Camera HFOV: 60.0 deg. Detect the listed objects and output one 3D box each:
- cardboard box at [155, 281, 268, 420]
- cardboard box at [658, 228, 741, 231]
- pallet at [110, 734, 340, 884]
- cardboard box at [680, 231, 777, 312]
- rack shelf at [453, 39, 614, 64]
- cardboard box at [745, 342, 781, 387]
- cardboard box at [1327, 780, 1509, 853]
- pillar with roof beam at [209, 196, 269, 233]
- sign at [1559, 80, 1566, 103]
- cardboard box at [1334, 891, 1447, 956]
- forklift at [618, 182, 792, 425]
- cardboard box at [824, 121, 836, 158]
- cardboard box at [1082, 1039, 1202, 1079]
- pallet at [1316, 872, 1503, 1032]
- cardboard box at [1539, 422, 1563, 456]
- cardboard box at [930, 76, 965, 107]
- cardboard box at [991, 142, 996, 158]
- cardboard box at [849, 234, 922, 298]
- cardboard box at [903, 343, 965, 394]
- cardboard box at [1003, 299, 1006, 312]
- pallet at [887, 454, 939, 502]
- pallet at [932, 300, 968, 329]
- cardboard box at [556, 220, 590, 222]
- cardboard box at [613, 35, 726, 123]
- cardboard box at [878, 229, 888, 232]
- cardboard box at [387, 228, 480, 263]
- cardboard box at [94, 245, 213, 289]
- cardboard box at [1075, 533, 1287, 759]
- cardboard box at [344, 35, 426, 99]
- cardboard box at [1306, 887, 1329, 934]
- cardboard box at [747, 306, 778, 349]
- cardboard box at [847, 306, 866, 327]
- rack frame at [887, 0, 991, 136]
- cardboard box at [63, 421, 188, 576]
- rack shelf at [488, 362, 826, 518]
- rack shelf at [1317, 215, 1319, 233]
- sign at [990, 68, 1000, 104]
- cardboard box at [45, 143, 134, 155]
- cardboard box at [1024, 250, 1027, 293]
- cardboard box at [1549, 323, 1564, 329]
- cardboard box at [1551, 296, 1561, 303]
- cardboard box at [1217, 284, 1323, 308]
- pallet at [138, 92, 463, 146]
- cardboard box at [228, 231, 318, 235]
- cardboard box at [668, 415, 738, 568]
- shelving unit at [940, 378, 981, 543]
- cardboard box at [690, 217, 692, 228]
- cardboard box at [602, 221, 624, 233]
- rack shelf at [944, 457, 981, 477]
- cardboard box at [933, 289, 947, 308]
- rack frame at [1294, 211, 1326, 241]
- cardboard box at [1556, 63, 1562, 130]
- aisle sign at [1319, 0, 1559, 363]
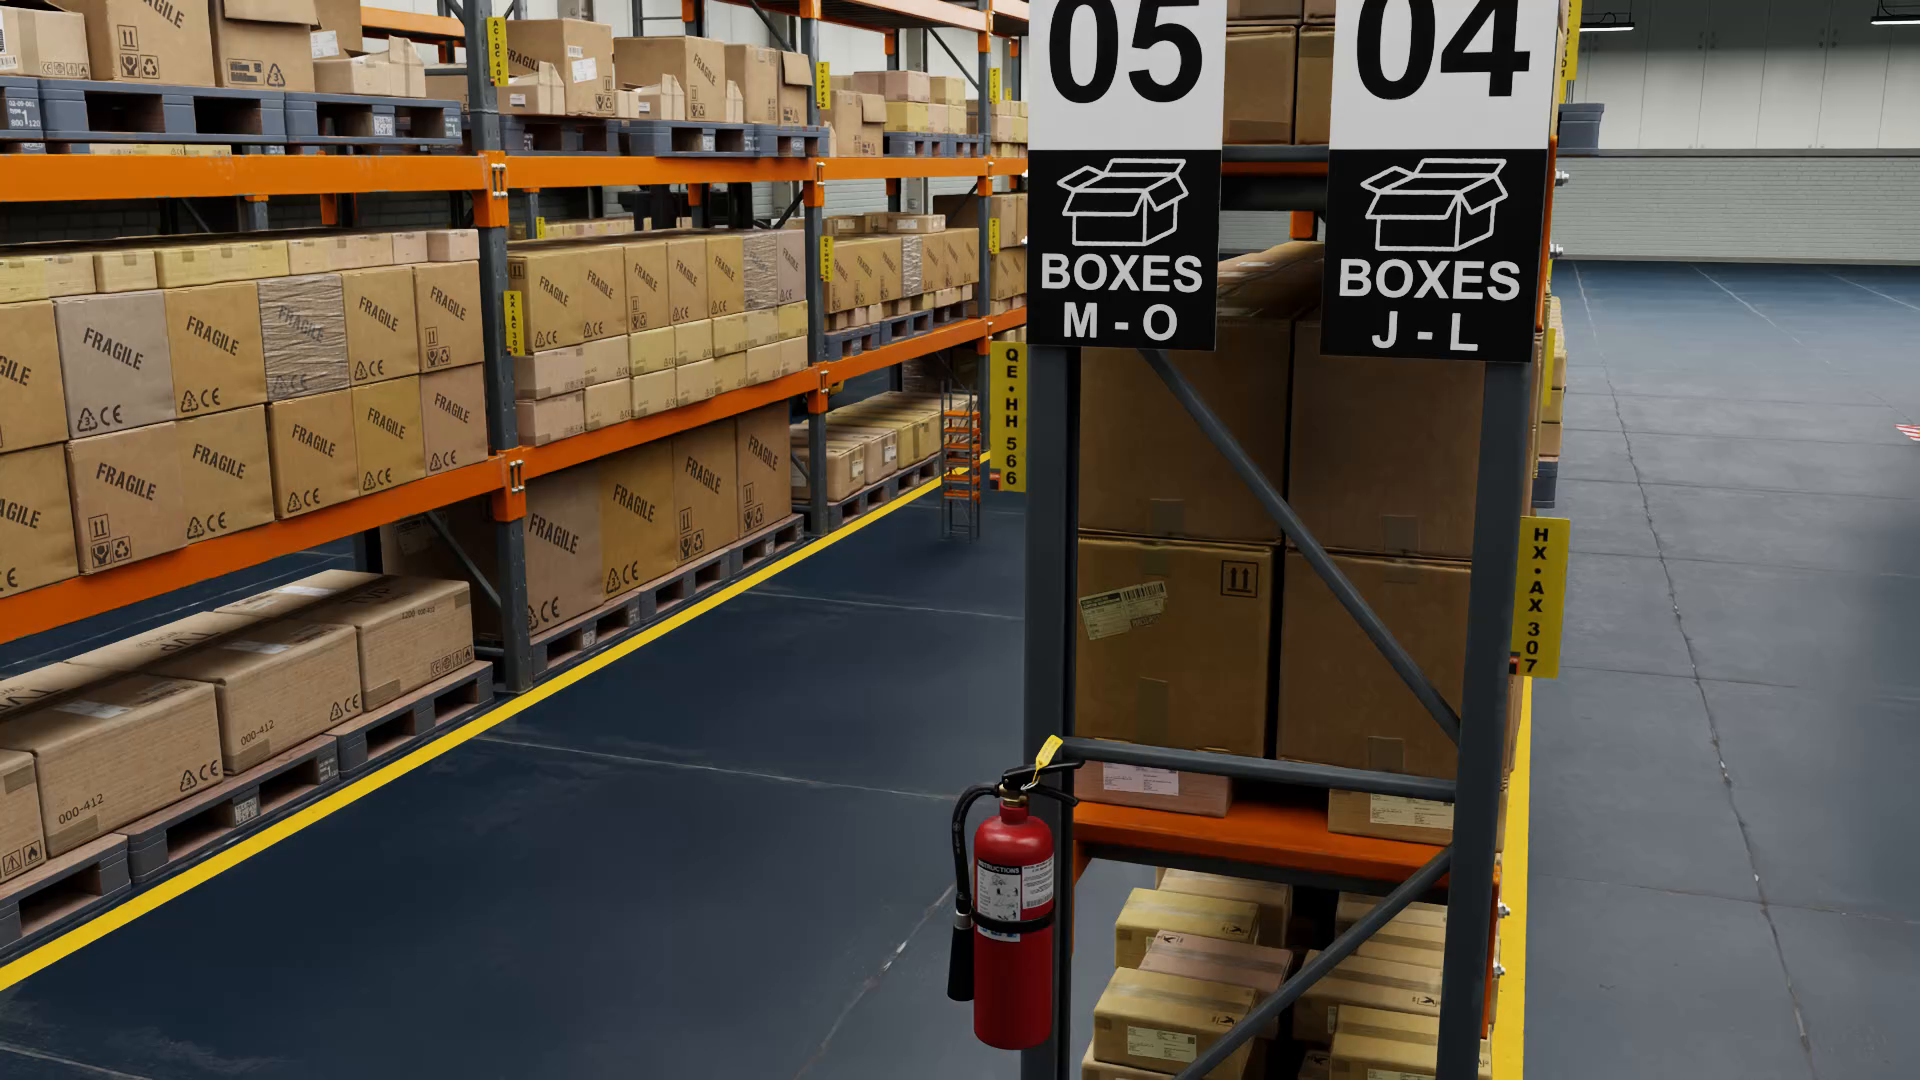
[{"bbox_3d":[-3.180,-0.777,6.681,0.500,0.500,0.500,4,14,19],"label":"cardboard box"},{"bbox_3d":[-1.887,-1.972,11.914,0.500,0.500,0.500,4,13,17],"label":"cardboard box"},{"bbox_3d":[-3.504,1.092,7.228,1.003,0.211,1.213,4,14,18],"label":"pallet"},{"bbox_3d":[-1.574,-1.822,11.256,0.500,0.500,0.500,5,14,19],"label":"cardboard box"},{"bbox_3d":[-4.253,-5.521,18.968,1.077,0.370,4.000,4,14,18],"label":"rack shelf"},{"bbox_3d":[-1.565,-1.215,11.406,0.500,0.250,0.500,5,14,19],"label":"cardboard box"},{"bbox_3d":[1.047,0.576,3.789,0.380,0.149,0.250,4,14,18],"label":"cardboard box"},{"bbox_3d":[-2.552,-4.832,13.438,9.100,9.000,0.400,4,14,18],"label":"pillar with roof beam"},{"bbox_3d":[3.733,-2.862,10.381,0.100,0.325,0.005,4,14,18],"label":"sign"},{"bbox_3d":[1.303,1.138,4.885,0.380,0.149,0.250,4,13,16],"label":"cardboard box"},{"bbox_3d":[-2.517,-2.195,15.518,1.130,2.935,3.031,-6,14,-23],"label":"forklift"},{"bbox_3d":[-1.151,-3.026,12.567,0.396,0.266,0.258,4,14,18],"label":"cardboard box"},{"bbox_3d":[0.532,1.406,4.380,0.380,0.149,0.250,4,13,17],"label":"cardboard box"},{"bbox_3d":[1.349,1.417,5.806,1.003,0.211,1.213,4,14,18],"label":"pallet"},{"bbox_3d":[2.488,-0.476,7.455,0.380,0.149,0.250,4,13,16],"label":"cardboard box"},{"bbox_3d":[-0.269,-4.070,15.109,0.500,0.250,0.500,5,14,20],"label":"cardboard box"},{"bbox_3d":[0.134,-3.752,16.010,0.380,0.149,0.250,4,13,18],"label":"cardboard box"},{"bbox_3d":[-0.635,-2.326,14.099,0.500,0.500,0.500,4,13,16],"label":"cardboard box"},{"bbox_3d":[-0.265,-1.738,16.910,0.500,0.500,0.500,4,14,18],"label":"cardboard box"},{"bbox_3d":[0.236,-2.342,16.571,0.380,0.149,0.250,5,14,20],"label":"cardboard box"},{"bbox_3d":[-0.846,-0.583,14.566,1.003,0.211,1.213,4,14,18],"label":"pallet"},{"bbox_3d":[-0.587,-2.120,15.466,1.003,0.211,1.213,4,14,18],"label":"pallet"},{"bbox_3d":[-4.526,-3.638,19.334,0.380,0.149,0.250,5,14,20],"label":"cardboard box"},{"bbox_3d":[-1.792,-2.846,10.305,0.500,0.500,0.500,4,14,19],"label":"cardboard box"},{"bbox_3d":[-0.787,-2.579,15.209,0.500,0.500,0.500,4,14,19],"label":"cardboard box"},{"bbox_3d":[-2.589,-1.444,8.145,0.380,0.149,0.250,4,13,17],"label":"cardboard box"},{"bbox_3d":[-3.166,-1.068,6.497,0.380,0.149,0.250,4,13,17],"label":"cardboard box"},{"bbox_3d":[0.533,0.191,4.017,0.500,0.500,0.500,5,14,20],"label":"cardboard box"},{"bbox_3d":[-2.694,-2.172,7.657,0.396,0.266,0.258,5,14,20],"label":"cardboard box"},{"bbox_3d":[1.110,1.231,5.816,0.380,0.149,0.250,5,14,20],"label":"cardboard box"},{"bbox_3d":[-1.575,-1.464,11.374,0.500,0.250,0.500,4,13,17],"label":"cardboard box"},{"bbox_3d":[-0.960,-1.770,13.124,0.380,0.149,0.250,3,13,15],"label":"cardboard box"},{"bbox_3d":[-0.202,-5.289,15.436,1.000,3.000,0.127,4,14,18],"label":"rack frame"},{"bbox_3d":[-3.339,-0.181,6.314,0.500,0.500,0.500,4,14,18],"label":"cardboard box"},{"bbox_3d":[-2.144,-0.750,10.649,1.077,0.370,4.000,4,14,18],"label":"rack shelf"},{"bbox_3d":[2.573,-1.877,8.847,1.077,0.370,4.000,4,14,18],"label":"rack shelf"},{"bbox_3d":[0.324,-4.231,15.497,0.100,0.325,0.005,4,14,18],"label":"sign"},{"bbox_3d":[-6.454,-2.931,12.183,0.500,0.250,0.500,4,14,18],"label":"cardboard box"},{"bbox_3d":[0.519,-2.842,17.307,0.500,0.500,0.500,4,14,18],"label":"cardboard box"},{"bbox_3d":[2.906,-1.039,8.582,0.380,0.149,0.250,5,14,20],"label":"cardboard box"},{"bbox_3d":[3.495,-1.423,10.264,0.380,0.149,0.250,4,13,16],"label":"cardboard box"},{"bbox_3d":[0.708,-0.404,4.378,0.500,0.500,0.500,4,13,16],"label":"cardboard box"},{"bbox_3d":[-3.065,-1.927,7.649,1.003,0.211,1.213,4,14,18],"label":"pallet"},{"bbox_3d":[-3.249,-1.372,7.829,0.380,0.149,0.250,4,14,18],"label":"cardboard box"},{"bbox_3d":[-2.091,-0.364,11.171,0.875,0.875,0.875,5,14,19],"label":"cardboard box"},{"bbox_3d":[0.005,-0.588,12.368,0.258,1.200,0.189,4,14,18],"label":"shelving unit"},{"bbox_3d":[-3.522,-3.982,20.843,0.380,0.149,0.250,4,14,19],"label":"cardboard box"},{"bbox_3d":[-4.111,-3.607,19.199,0.380,0.149,0.250,4,14,19],"label":"cardboard box"},{"bbox_3d":[0.005,-0.545,12.378,0.258,0.103,0.180,4,14,18],"label":"rack shelf"},{"bbox_3d":[-0.338,-2.153,14.800,0.380,0.149,0.250,4,14,19],"label":"cardboard box"},{"bbox_3d":[1.926,-0.344,7.256,1.000,3.000,0.127,4,14,18],"label":"rack frame"},{"bbox_3d":[1.193,-1.078,4.067,0.500,0.250,0.500,5,14,20],"label":"cardboard box"},{"bbox_3d":[0.892,-0.733,3.114,0.394,0.787,0.004,4,14,18],"label":"aisle sign"}]
